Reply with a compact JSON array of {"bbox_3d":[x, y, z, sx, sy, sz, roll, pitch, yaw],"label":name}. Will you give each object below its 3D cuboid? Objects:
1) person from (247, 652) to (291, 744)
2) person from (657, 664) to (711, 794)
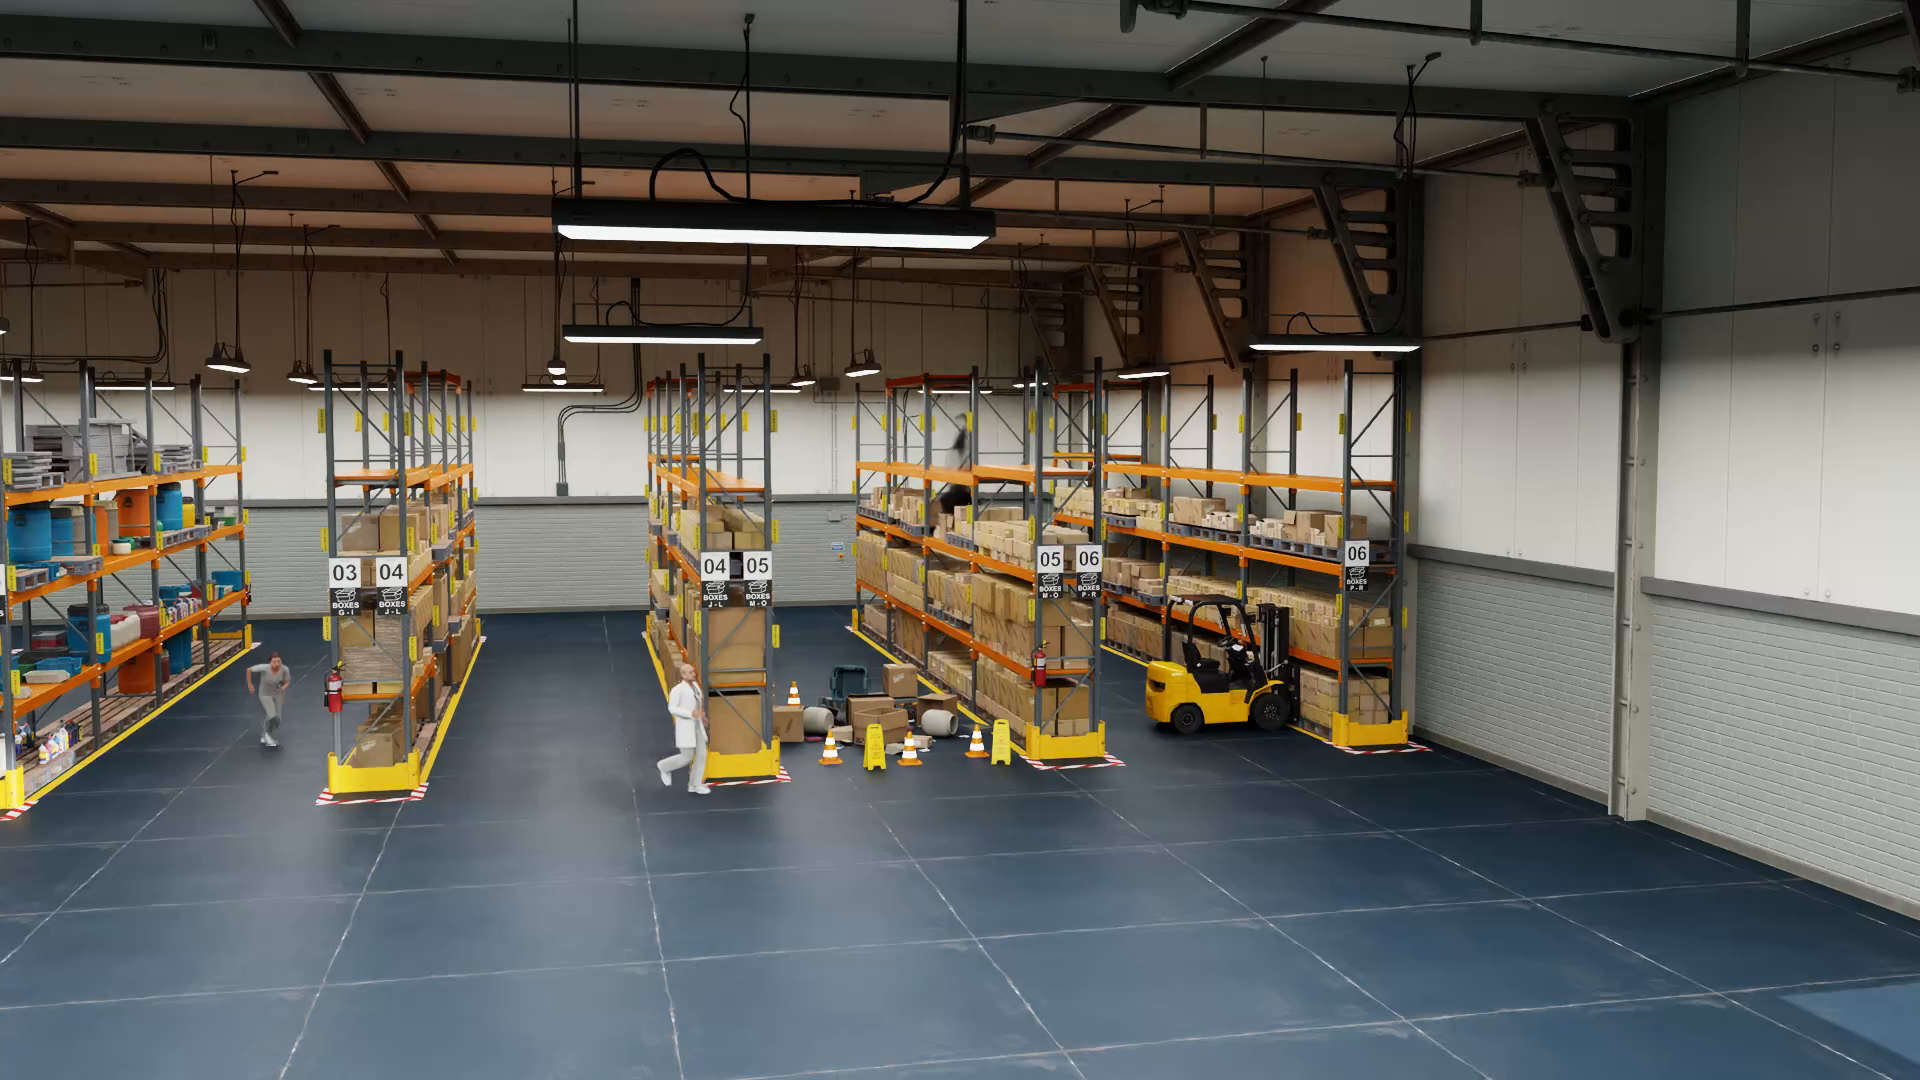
[{"bbox_3d":[-10.673,2.455,25.682,0.593,1.503,0.872,-3,5,-39],"label":"person"},{"bbox_3d":[-3.725,2.553,22.587,0.835,1.745,0.712,2,5,28],"label":"person"}]
